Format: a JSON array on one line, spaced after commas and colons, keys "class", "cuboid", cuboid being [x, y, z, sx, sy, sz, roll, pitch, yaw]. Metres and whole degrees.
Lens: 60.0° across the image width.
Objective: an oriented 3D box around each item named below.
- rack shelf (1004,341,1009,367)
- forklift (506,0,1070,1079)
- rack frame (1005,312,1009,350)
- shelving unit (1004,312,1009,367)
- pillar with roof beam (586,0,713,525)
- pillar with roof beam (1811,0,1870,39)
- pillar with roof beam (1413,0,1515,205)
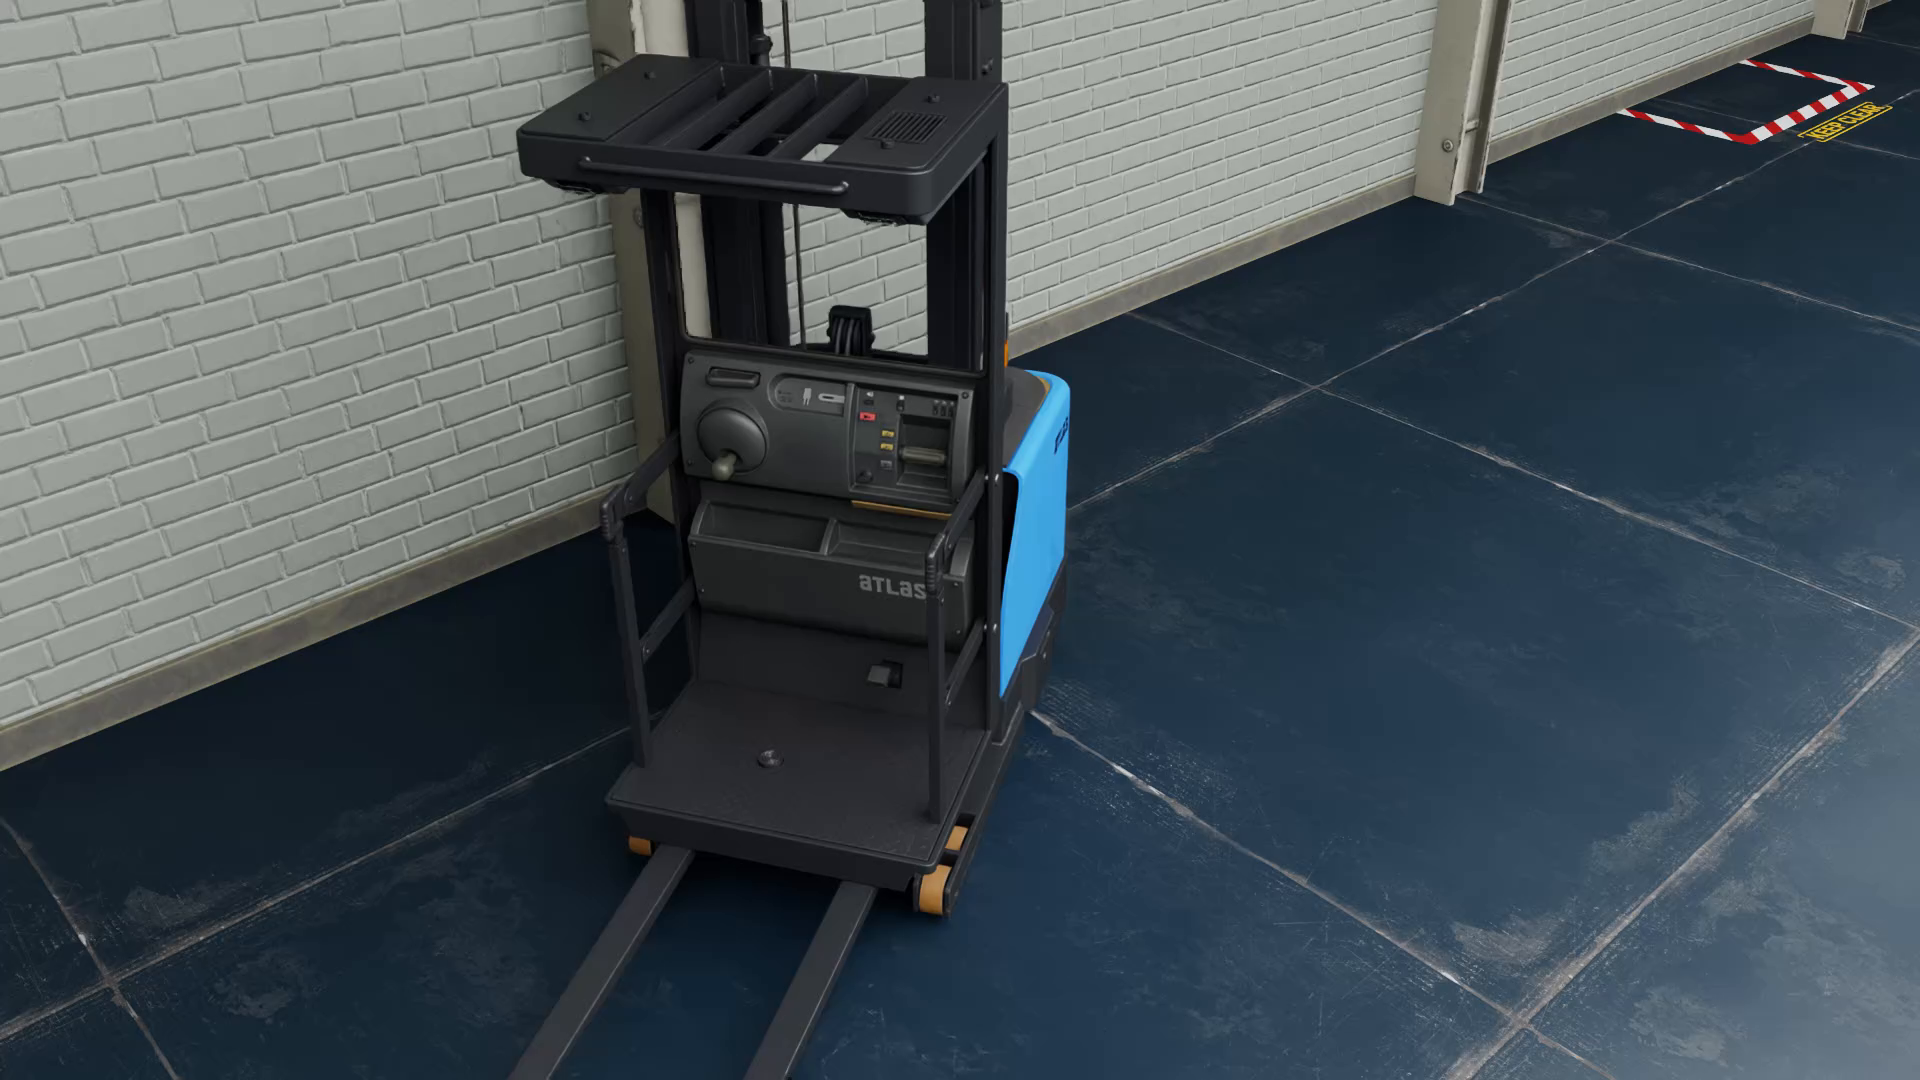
[{"class": "rack shelf", "cuboid": [0.039, -0.700, 6.865, 0.240, 0.259, 0.215, -26, 40, -35]}, {"class": "forklift", "cuboid": [-0.472, -0.285, 4.906, 1.130, 2.935, 3.031, 9, 32, 14]}, {"class": "rack frame", "cuboid": [0.129, -0.510, 7.078, 0.008, 1.050, 0.200, -26, 40, -35]}, {"class": "shelving unit", "cuboid": [0.039, -0.467, 7.007, 0.252, 1.050, 0.215, -26, 40, -35]}, {"class": "pillar with roof beam", "cuboid": [1.746, -2.364, 2.491, 0.400, 9.000, 9.100, -26, 40, -35]}, {"class": "pillar with roof beam", "cuboid": [10.545, -6.621, 9.452, 0.400, 9.000, 9.100, -26, 40, -35]}, {"class": "pillar with roof beam", "cuboid": [6.145, -4.493, 5.971, 0.400, 9.000, 9.100, -26, 40, -35]}]
